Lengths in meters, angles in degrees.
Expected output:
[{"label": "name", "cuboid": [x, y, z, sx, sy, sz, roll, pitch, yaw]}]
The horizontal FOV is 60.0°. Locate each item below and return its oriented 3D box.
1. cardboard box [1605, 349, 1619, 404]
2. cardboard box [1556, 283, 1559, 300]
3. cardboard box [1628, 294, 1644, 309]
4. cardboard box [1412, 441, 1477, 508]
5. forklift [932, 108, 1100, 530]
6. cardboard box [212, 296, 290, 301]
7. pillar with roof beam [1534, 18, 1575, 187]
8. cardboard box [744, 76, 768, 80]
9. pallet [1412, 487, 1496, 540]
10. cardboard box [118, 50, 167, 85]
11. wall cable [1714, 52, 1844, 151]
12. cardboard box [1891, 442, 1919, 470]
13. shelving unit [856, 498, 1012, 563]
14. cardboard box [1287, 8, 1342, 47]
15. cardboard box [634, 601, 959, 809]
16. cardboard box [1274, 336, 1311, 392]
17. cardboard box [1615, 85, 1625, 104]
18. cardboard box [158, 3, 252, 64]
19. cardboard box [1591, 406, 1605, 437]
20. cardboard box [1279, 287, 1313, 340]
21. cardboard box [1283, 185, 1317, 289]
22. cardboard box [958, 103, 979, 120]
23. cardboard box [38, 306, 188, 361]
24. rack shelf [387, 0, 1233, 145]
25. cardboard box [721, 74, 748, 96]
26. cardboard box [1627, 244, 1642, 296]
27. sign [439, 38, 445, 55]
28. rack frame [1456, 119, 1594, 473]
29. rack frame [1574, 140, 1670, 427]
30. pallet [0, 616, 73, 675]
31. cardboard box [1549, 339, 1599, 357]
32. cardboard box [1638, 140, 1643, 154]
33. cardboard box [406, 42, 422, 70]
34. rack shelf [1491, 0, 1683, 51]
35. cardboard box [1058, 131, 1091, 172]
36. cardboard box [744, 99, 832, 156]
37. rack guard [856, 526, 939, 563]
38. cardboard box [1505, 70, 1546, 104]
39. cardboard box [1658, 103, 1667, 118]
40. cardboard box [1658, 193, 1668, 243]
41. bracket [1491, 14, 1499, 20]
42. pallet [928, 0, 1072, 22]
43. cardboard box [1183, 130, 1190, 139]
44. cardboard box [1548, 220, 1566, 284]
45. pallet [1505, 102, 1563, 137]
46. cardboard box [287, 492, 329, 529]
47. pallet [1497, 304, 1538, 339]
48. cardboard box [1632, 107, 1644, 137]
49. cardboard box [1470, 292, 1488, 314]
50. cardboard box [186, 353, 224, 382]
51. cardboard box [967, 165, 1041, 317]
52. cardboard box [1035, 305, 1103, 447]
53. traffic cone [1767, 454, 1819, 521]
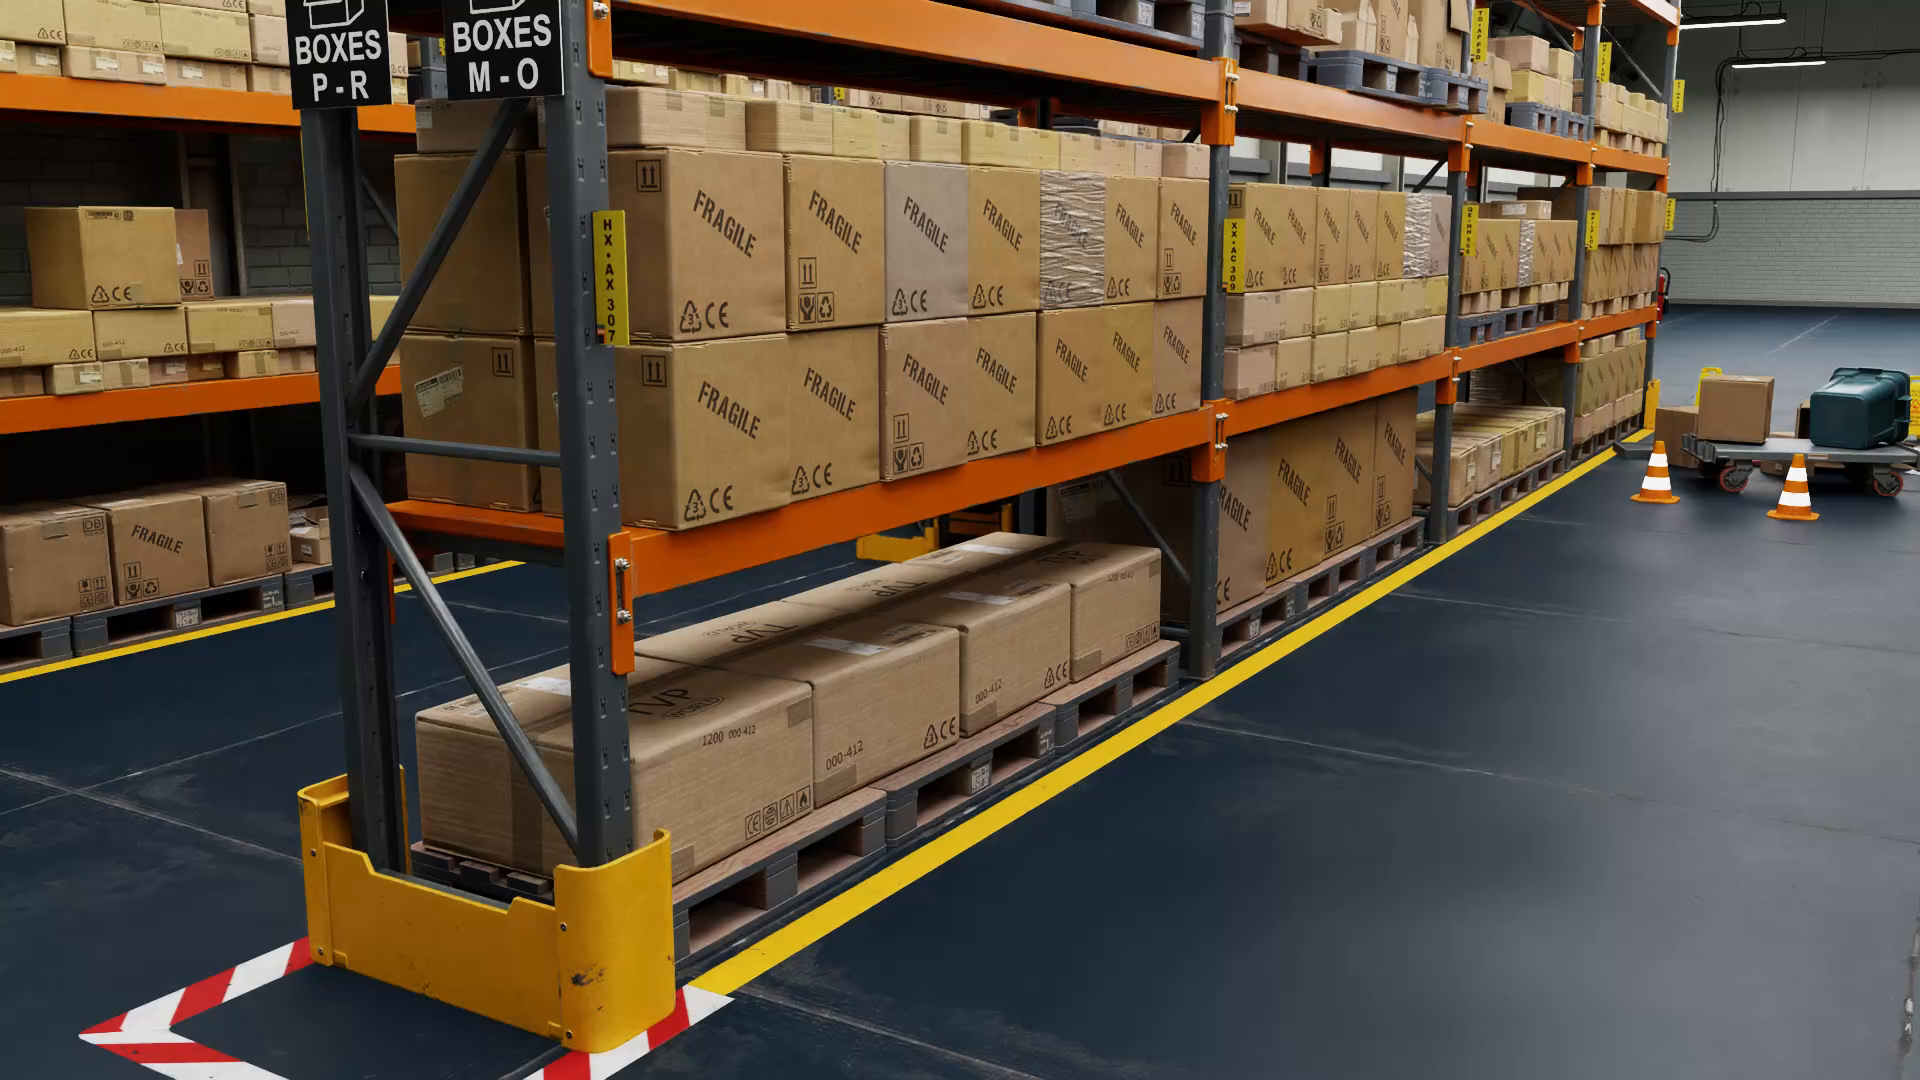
[{"label": "cardboard box", "cuboid": [5.979, -1.575, 15.925, 0.500, 0.500, 0.500, 7, 13, 34]}, {"label": "cardboard box", "cuboid": [4.720, -2.054, 13.731, 0.380, 0.149, 0.250, 6, 12, 29]}, {"label": "cardboard box", "cuboid": [6.673, -2.413, 16.786, 0.380, 0.149, 0.250, 7, 12, 32]}, {"label": "cardboard box", "cuboid": [3.129, -0.492, 11.844, 0.950, 0.372, 0.625, 5, 12, 27]}, {"label": "forklift", "cuboid": [0.792, -1.720, 12.590, 1.130, 2.935, 3.031, 6, 12, 29]}, {"label": "cardboard box", "cuboid": [-4.237, -1.275, 9.624, 0.500, 0.250, 0.500, 6, 12, 30]}, {"label": "pillar with roof beam", "cuboid": [17.744, -9.510, 37.710, 9.100, 9.000, 0.548, 6, 12, 31]}, {"label": "cardboard box", "cuboid": [-1.665, -3.545, 12.519, 0.380, 0.149, 0.250, 6, 12, 29]}, {"label": "pallet", "cuboid": [3.234, -0.241, 12.084, 1.003, 0.211, 1.213, 6, 12, 31]}, {"label": "cardboard box", "cuboid": [-4.203, -2.355, 8.327, 0.380, 0.149, 0.250, 7, 13, 32]}, {"label": "wall cable", "cuboid": [22.151, -11.899, 45.188, 3.097, 2.526, 0.112, 6, 12, 31]}, {"label": "cardboard box", "cuboid": [8.505, -0.764, 14.726, 0.396, 0.266, 0.258, 9, 14, 40]}, {"label": "shelving unit", "cuboid": [-0.157, -0.679, 10.920, 0.587, 1.500, 1.083, 6, 12, 29]}, {"label": "cardboard box", "cuboid": [1.706, -2.592, 8.402, 0.380, 0.166, 0.250, 5, 12, 27]}, {"label": "cardboard box", "cuboid": [-0.602, 0.564, 6.027, 0.875, 0.438, 0.875, 7, 13, 32]}, {"label": "cardboard box", "cuboid": [1.471, -0.912, 8.495, 0.500, 0.250, 0.500, 6, 12, 29]}, {"label": "cardboard box", "cuboid": [5.760, -4.003, 14.961, 0.380, 0.149, 0.250, 6, 12, 30]}, {"label": "cardboard box", "cuboid": [-4.067, -2.619, 8.652, 0.500, 0.250, 0.500, 7, 13, 32]}, {"label": "cardboard box", "cuboid": [5.708, -1.125, 15.558, 0.500, 0.250, 0.500, 7, 13, 34]}, {"label": "cardboard box", "cuboid": [1.466, -1.159, 8.457, 0.500, 0.250, 0.500, 7, 12, 32]}, {"label": "cardboard box", "cuboid": [1.465, -1.525, 8.375, 0.500, 0.500, 0.500, 6, 12, 30]}, {"label": "cardboard box", "cuboid": [-0.053, -3.875, 15.034, 0.380, 0.149, 0.250, 6, 12, 30]}, {"label": "cardboard box", "cuboid": [-4.336, -1.065, 8.503, 0.500, 0.250, 0.500, 6, 12, 29]}, {"label": "rack shelf", "cuboid": [-0.288, -1.666, 5.921, 1.077, 0.370, 4.000, 6, 12, 31]}, {"label": "cardboard box", "cuboid": [-1.797, -3.360, 12.335, 0.380, 0.149, 0.250, 6, 12, 31]}, {"label": "cardboard box", "cuboid": [6.407, -2.674, 16.422, 0.500, 0.500, 0.500, 6, 12, 30]}, {"label": "sign", "cuboid": [-3.026, -3.012, 9.747, 0.100, 0.325, 0.005, 6, 12, 31]}, {"label": "rack frame", "cuboid": [4.903, -2.118, 14.532, 1.000, 3.000, 0.127, 6, 12, 31]}, {"label": "rack frame", "cuboid": [6.980, -2.747, 17.892, 1.000, 3.000, 0.127, 6, 12, 31]}, {"label": "pallet", "cuboid": [-5.118, 0.529, 7.972, 1.003, 0.211, 1.213, 6, 12, 31]}, {"label": "cardboard box", "cuboid": [5.557, -1.741, 15.050, 0.380, 0.149, 0.250, 7, 12, 32]}, {"label": "cardboard box", "cuboid": [6.488, -3.857, 16.353, 0.380, 0.149, 0.250, 6, 12, 30]}, {"label": "cardboard box", "cuboid": [-3.396, -2.994, 10.330, 0.380, 0.149, 0.250, 6, 12, 31]}, {"label": "rack shelf", "cuboid": [5.942, -5.026, 15.726, 1.077, 0.370, 4.000, 6, 12, 31]}, {"label": "cardboard box", "cuboid": [0.279, -1.487, 6.408, 0.380, 0.149, 0.250, 6, 12, 30]}, {"label": "cardboard box", "cuboid": [-0.598, -1.198, 4.863, 0.380, 0.149, 0.250, 7, 13, 32]}, {"label": "rack guard", "cuboid": [-0.401, 0.015, 10.608, 0.587, 0.250, 0.087, 6, 12, 29]}, {"label": "cardboard box", "cuboid": [4.191, -3.460, 12.816, 0.500, 0.250, 0.500, 7, 12, 31]}, {"label": "cardboard box", "cuboid": [7.057, -4.409, 17.131, 0.380, 0.149, 0.250, 7, 12, 31]}, {"label": "cardboard box", "cuboid": [6.902, -3.333, 17.223, 0.700, 0.500, 0.500, 6, 12, 29]}, {"label": "bracket", "cuboid": [9.700, -10.242, 31.841, 0.076, 0.066, 4.783, 6, 12, 31]}, {"label": "pallet", "cuboid": [-0.318, -1.972, 5.841, 1.003, 0.211, 1.213, 6, 12, 31]}, {"label": "cardboard box", "cuboid": [2.434, -4.686, 19.046, 0.396, 0.266, 0.258, 6, 12, 31]}, {"label": "cardboard box", "cuboid": [4.603, -2.347, 13.534, 0.500, 0.500, 0.500, 6, 12, 31]}, {"label": "pallet", "cuboid": [3.956, -3.250, 12.936, 1.213, 0.211, 1.003, 6, 12, 31]}, {"label": "cardboard box", "cuboid": [-4.039, -0.137, 10.116, 0.500, 0.311, 0.500, 7, 13, 33]}, {"label": "pallet", "cuboid": [3.819, -1.710, 12.873, 1.003, 0.211, 1.213, 6, 12, 31]}, {"label": "cardboard box", "cuboid": [6.157, -3.947, 15.750, 0.500, 0.250, 0.500, 7, 12, 31]}, {"label": "cardboard box", "cuboid": [3.511, -1.685, 11.761, 0.380, 0.149, 0.250, 5, 12, 27]}, {"label": "cardboard box", "cuboid": [-4.172, -0.938, 8.912, 0.380, 0.149, 0.250, 7, 12, 32]}, {"label": "cardboard box", "cuboid": [-0.053, -1.062, 5.901, 0.500, 0.500, 0.500, 6, 12, 31]}, {"label": "cardboard box", "cuboid": [0.217, -0.650, 6.417, 0.500, 0.500, 0.500, 6, 12, 30]}, {"label": "traffic cone", "cuboid": [6.160, -0.401, 12.255, 0.336, 0.463, 0.334, 6, 12, 31]}]
